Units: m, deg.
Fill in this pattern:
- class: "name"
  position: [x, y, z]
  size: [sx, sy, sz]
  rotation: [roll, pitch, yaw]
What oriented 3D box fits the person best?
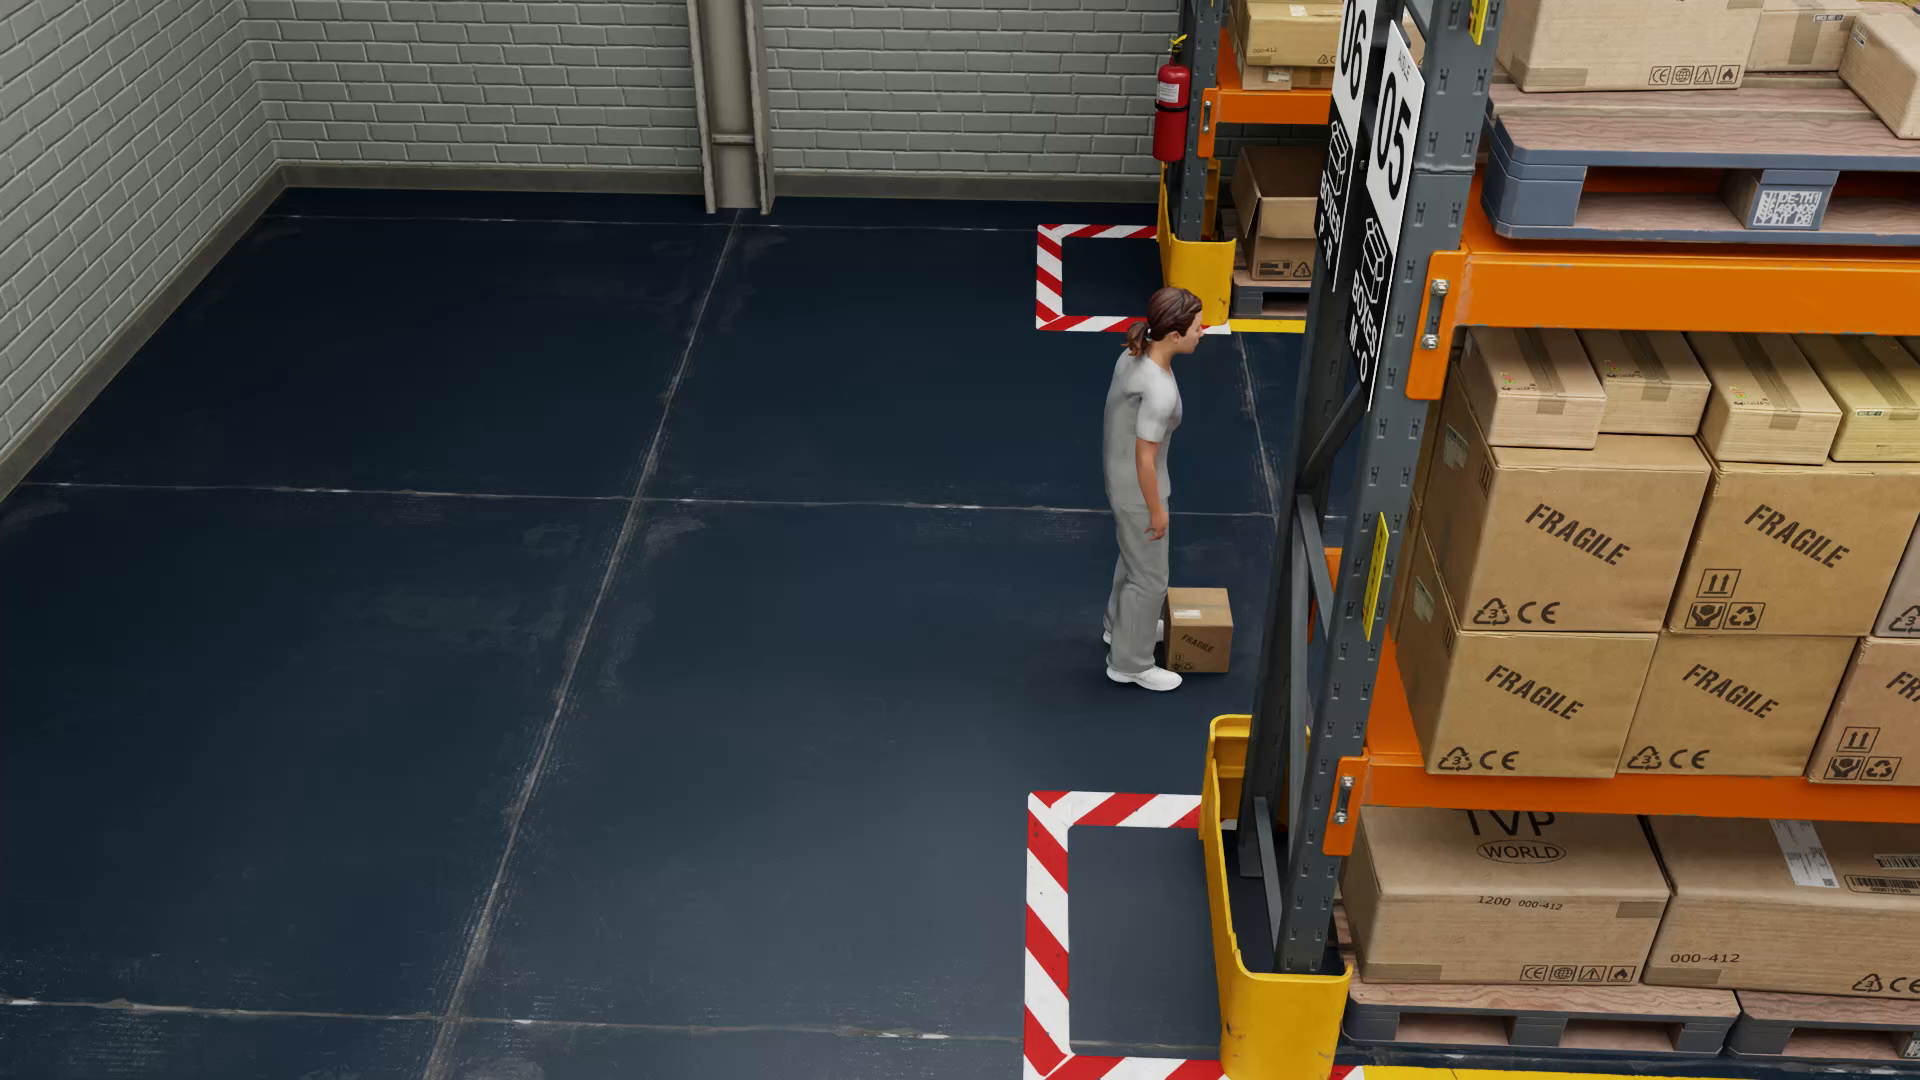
- class: "person"
  position: [0.727, -0.206, 6.434]
  size: [0.364, 1.671, 0.501]
  rotation: [0, 36, 0]
